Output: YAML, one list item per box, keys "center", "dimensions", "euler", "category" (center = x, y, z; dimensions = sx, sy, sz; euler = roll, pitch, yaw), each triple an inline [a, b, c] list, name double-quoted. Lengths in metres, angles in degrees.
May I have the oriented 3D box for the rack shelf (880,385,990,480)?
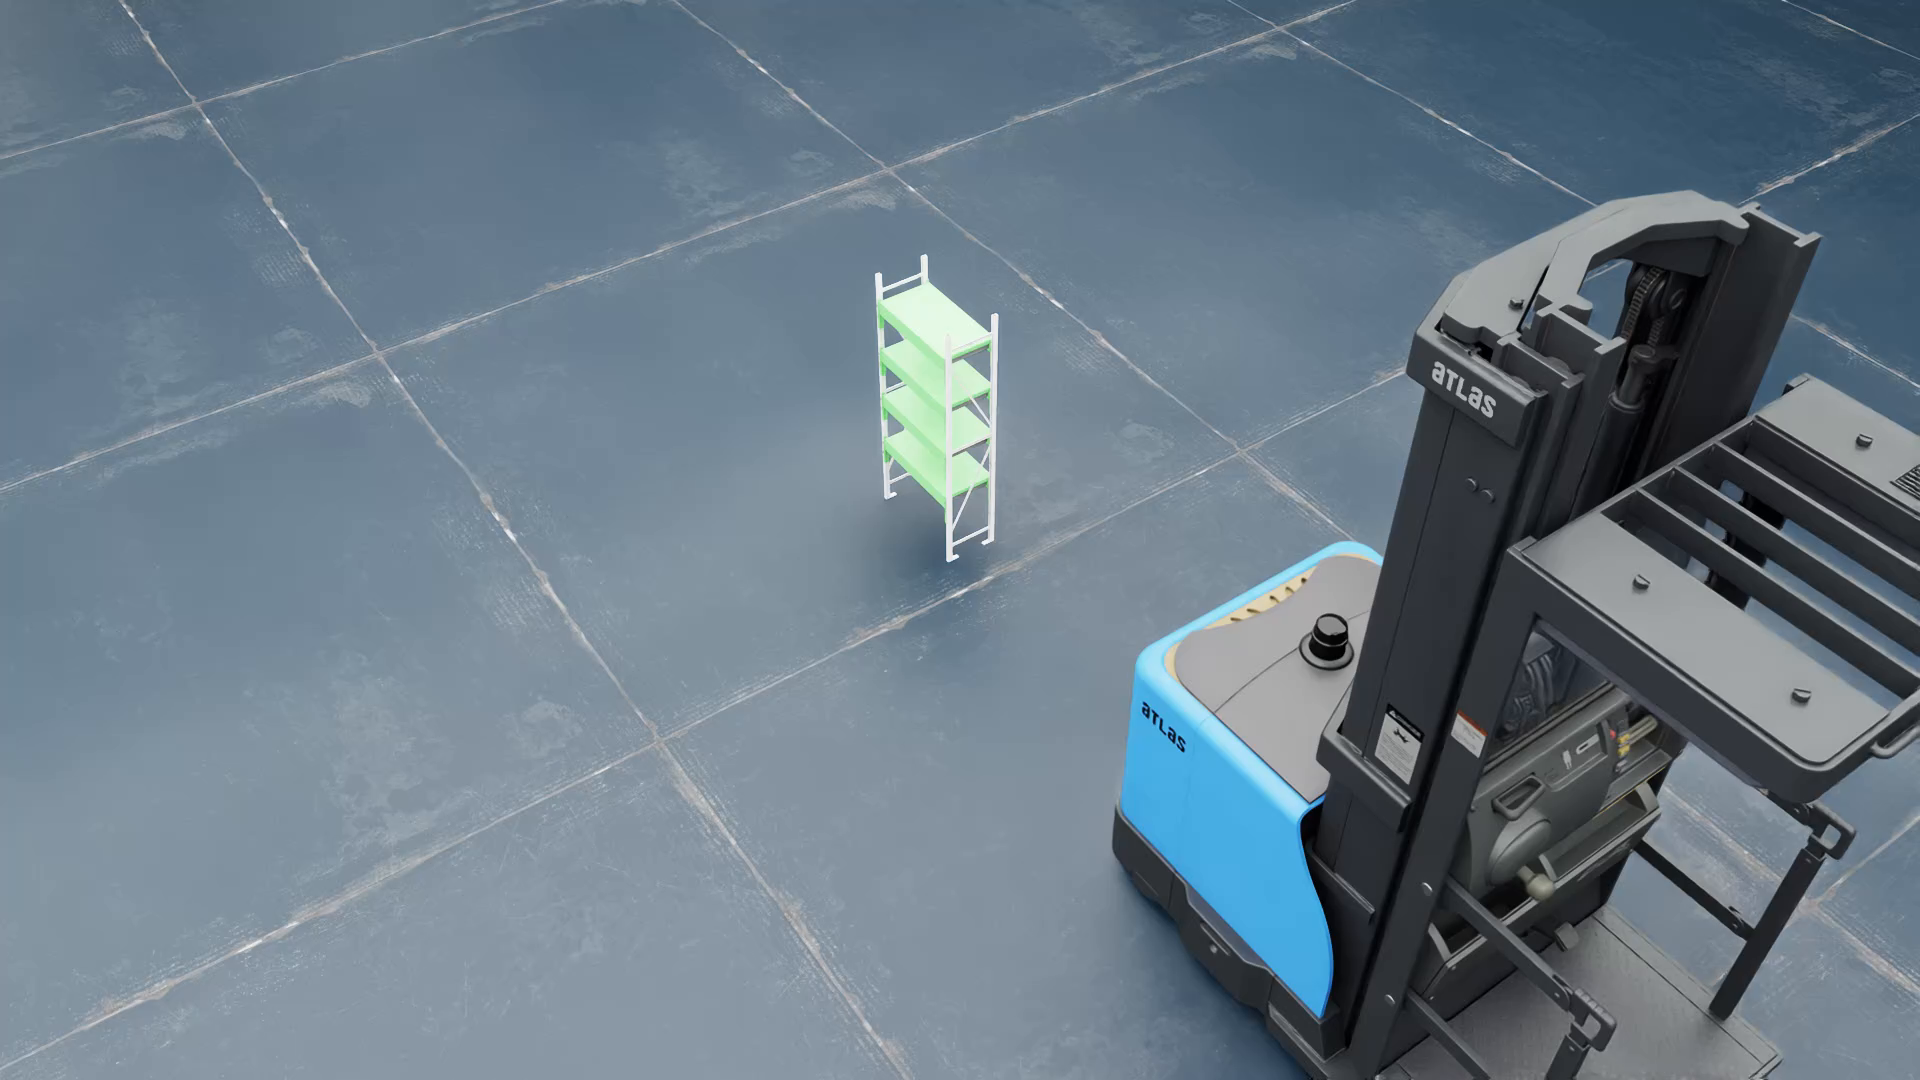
- center: [-0.095, -0.482, 6.969]
  dimensions: [0.258, 0.148, 0.480]
  euler: [-26, 49, -24]
  category: "rack shelf"

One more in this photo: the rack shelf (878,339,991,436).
- center: [-0.095, -0.655, 6.803]
  dimensions: [0.258, 0.148, 0.480]
  euler: [-26, 49, -24]
  category: "rack shelf"

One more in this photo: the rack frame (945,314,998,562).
- center: [0.045, -0.390, 6.780]
  dimensions: [0.240, 1.200, 0.015]
  euler: [-26, 49, -24]
  category: "rack frame"

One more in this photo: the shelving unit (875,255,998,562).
- center: [-0.095, -0.528, 6.925]
  dimensions: [0.258, 1.200, 0.503]
  euler: [-26, 49, -24]
  category: "shelving unit"

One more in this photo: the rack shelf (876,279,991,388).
- center: [-0.095, -0.829, 6.638]
  dimensions: [0.258, 0.148, 0.480]
  euler: [-26, 49, -24]
  category: "rack shelf"

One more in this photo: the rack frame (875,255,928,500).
- center: [-0.234, -0.666, 7.070]
  dimensions: [0.240, 1.200, 0.015]
  euler: [-26, 49, -24]
  category: "rack frame"

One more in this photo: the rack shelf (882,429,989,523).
- center: [-0.095, -0.308, 7.135]
  dimensions: [0.258, 0.148, 0.480]
  euler: [-26, 49, -24]
  category: "rack shelf"

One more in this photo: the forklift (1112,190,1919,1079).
- center: [1.808, 0.719, 4.365]
  dimensions: [1.130, 2.935, 3.031]
  euler: [-26, 49, -25]
  category: "forklift"
